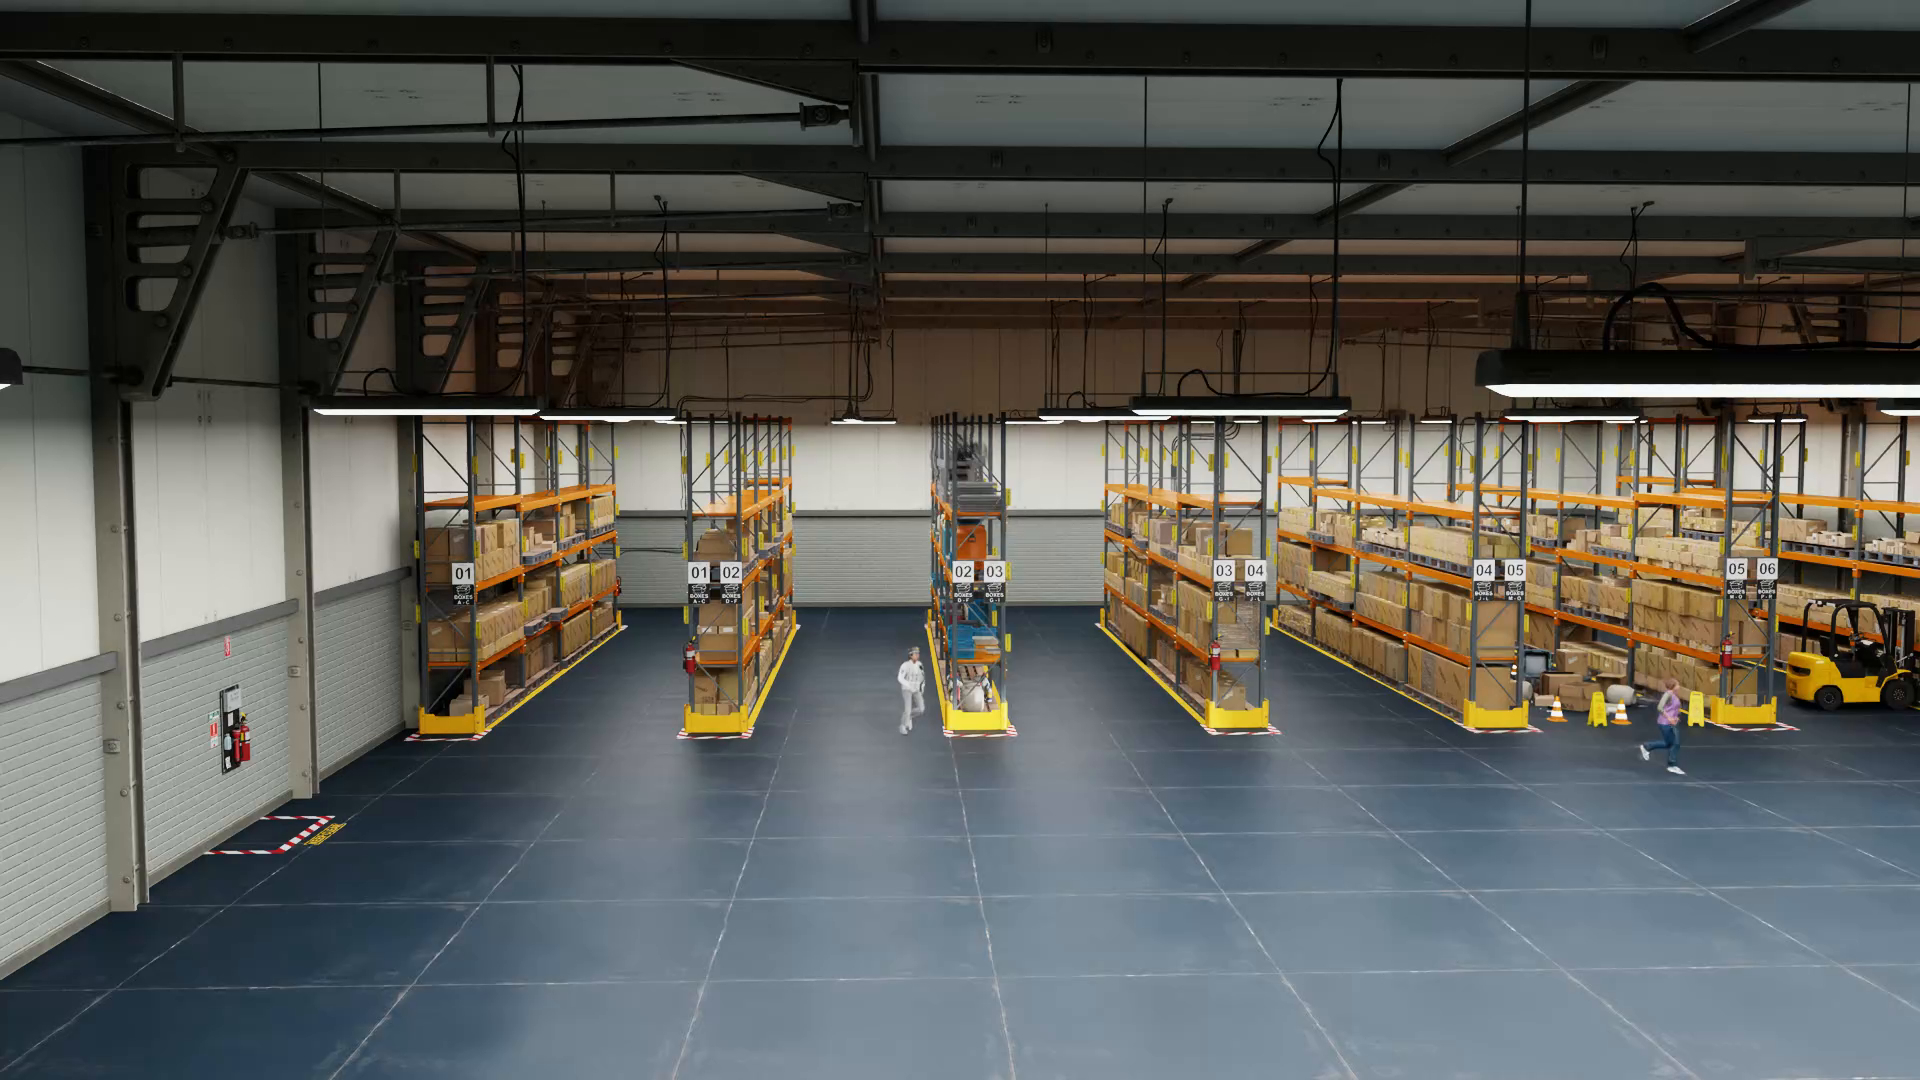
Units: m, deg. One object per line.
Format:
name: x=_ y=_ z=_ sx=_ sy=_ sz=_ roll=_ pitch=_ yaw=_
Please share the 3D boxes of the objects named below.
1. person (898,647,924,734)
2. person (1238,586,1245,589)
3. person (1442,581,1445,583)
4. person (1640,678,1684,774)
person: x=-0.857 y=2.797 z=30.962 sx=0.658 sy=1.628 sz=0.504 roll=-3 pitch=5 yaw=-35
person: x=8.183 y=1.576 z=47.849 sx=0.743 sy=1.747 sz=0.984 roll=2 pitch=4 yaw=27
person: x=14.622 y=1.524 z=49.401 sx=0.838 sy=1.751 sz=0.801 roll=1 pitch=4 yaw=16
person: x=11.738 y=3.067 z=27.701 sx=0.733 sy=1.581 sz=0.566 roll=3 pitch=5 yaw=41
